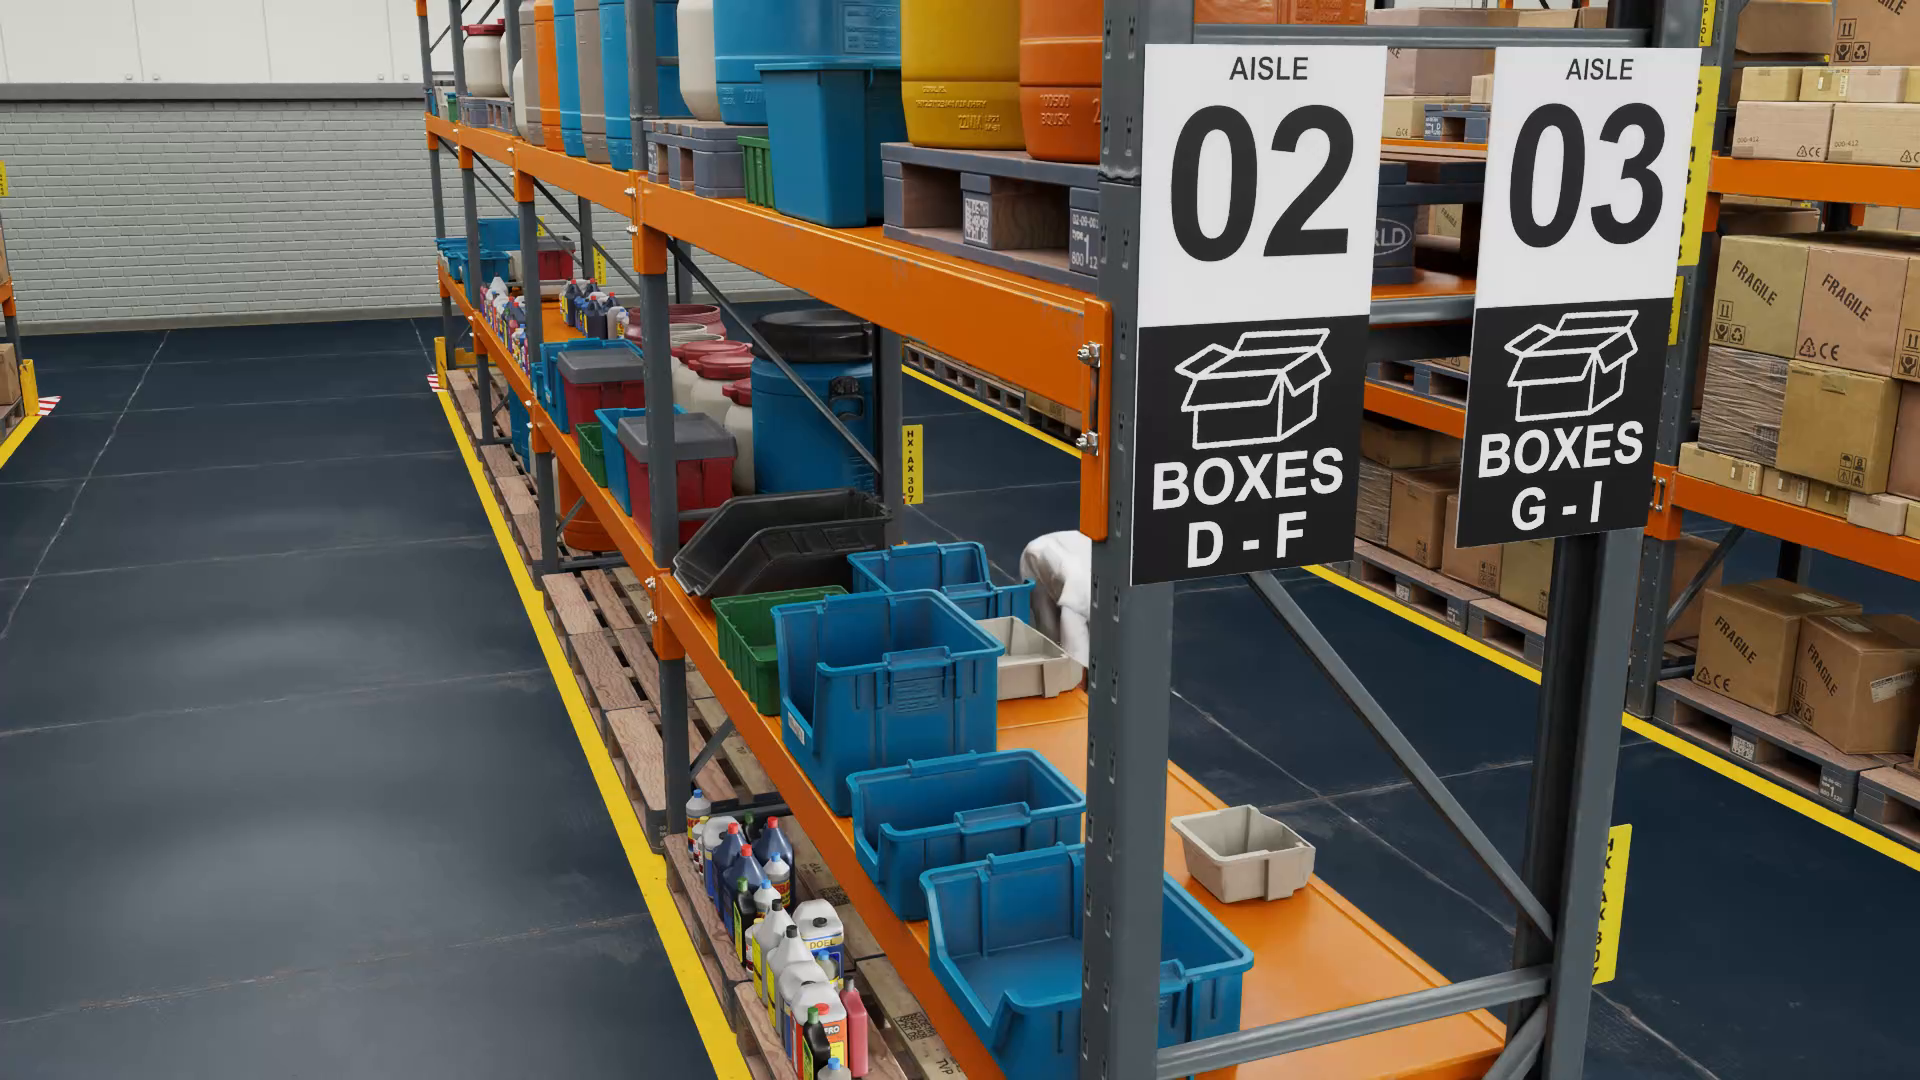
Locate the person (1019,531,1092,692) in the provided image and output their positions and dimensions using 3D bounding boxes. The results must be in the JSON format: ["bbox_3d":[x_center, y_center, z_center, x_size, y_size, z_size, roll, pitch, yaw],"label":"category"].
[{"bbox_3d":[0.646,0.498,8.098,0.490,1.006,0.976,-7,17,-23],"label":"person"}]
